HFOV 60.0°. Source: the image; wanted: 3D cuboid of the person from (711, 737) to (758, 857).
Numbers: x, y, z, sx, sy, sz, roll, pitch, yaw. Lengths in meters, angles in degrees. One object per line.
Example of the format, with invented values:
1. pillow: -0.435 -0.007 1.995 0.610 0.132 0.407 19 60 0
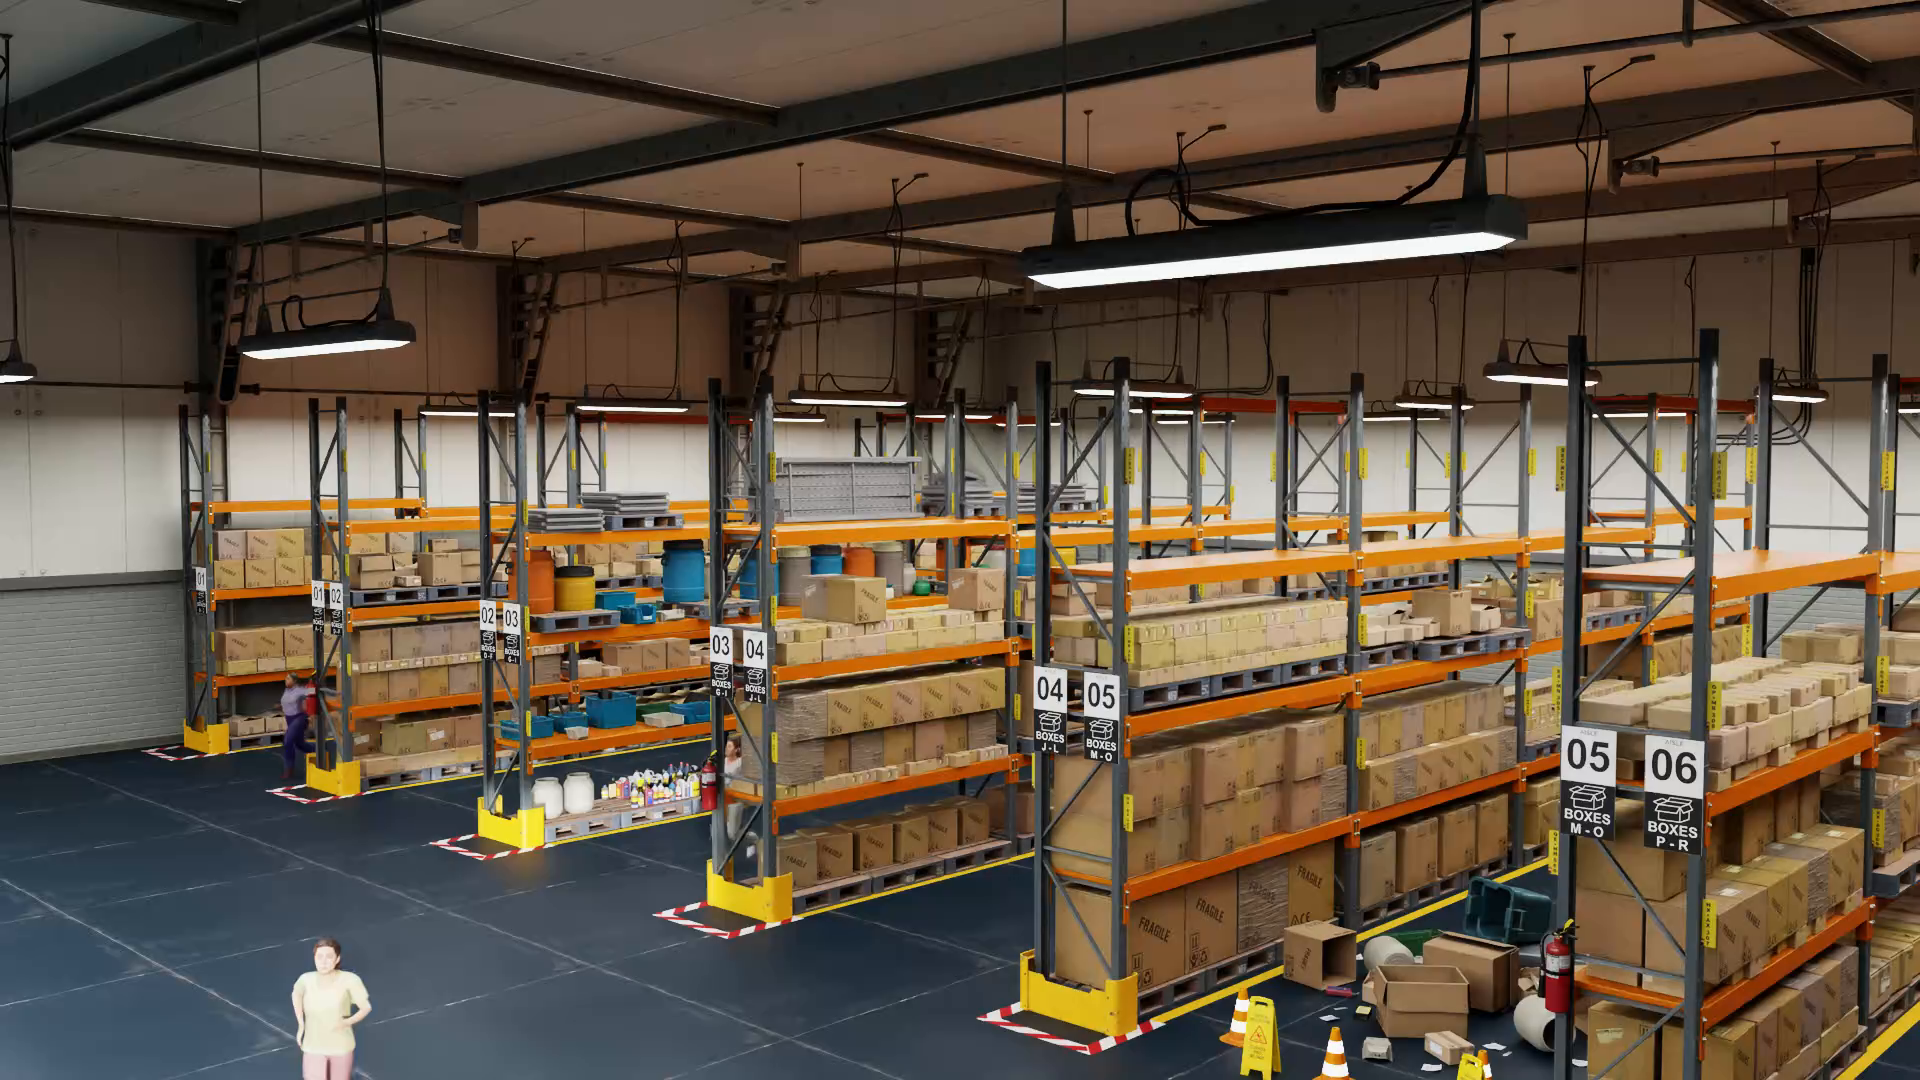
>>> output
1. person: -2.837 3.258 20.663 0.571 1.628 0.753 2 4 32

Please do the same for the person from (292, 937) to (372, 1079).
1. person: -4.527 3.704 11.989 0.562 1.724 0.744 -1 3 -16

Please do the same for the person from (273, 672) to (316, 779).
1. person: -10.624 2.960 26.721 0.616 1.676 0.819 2 4 39
